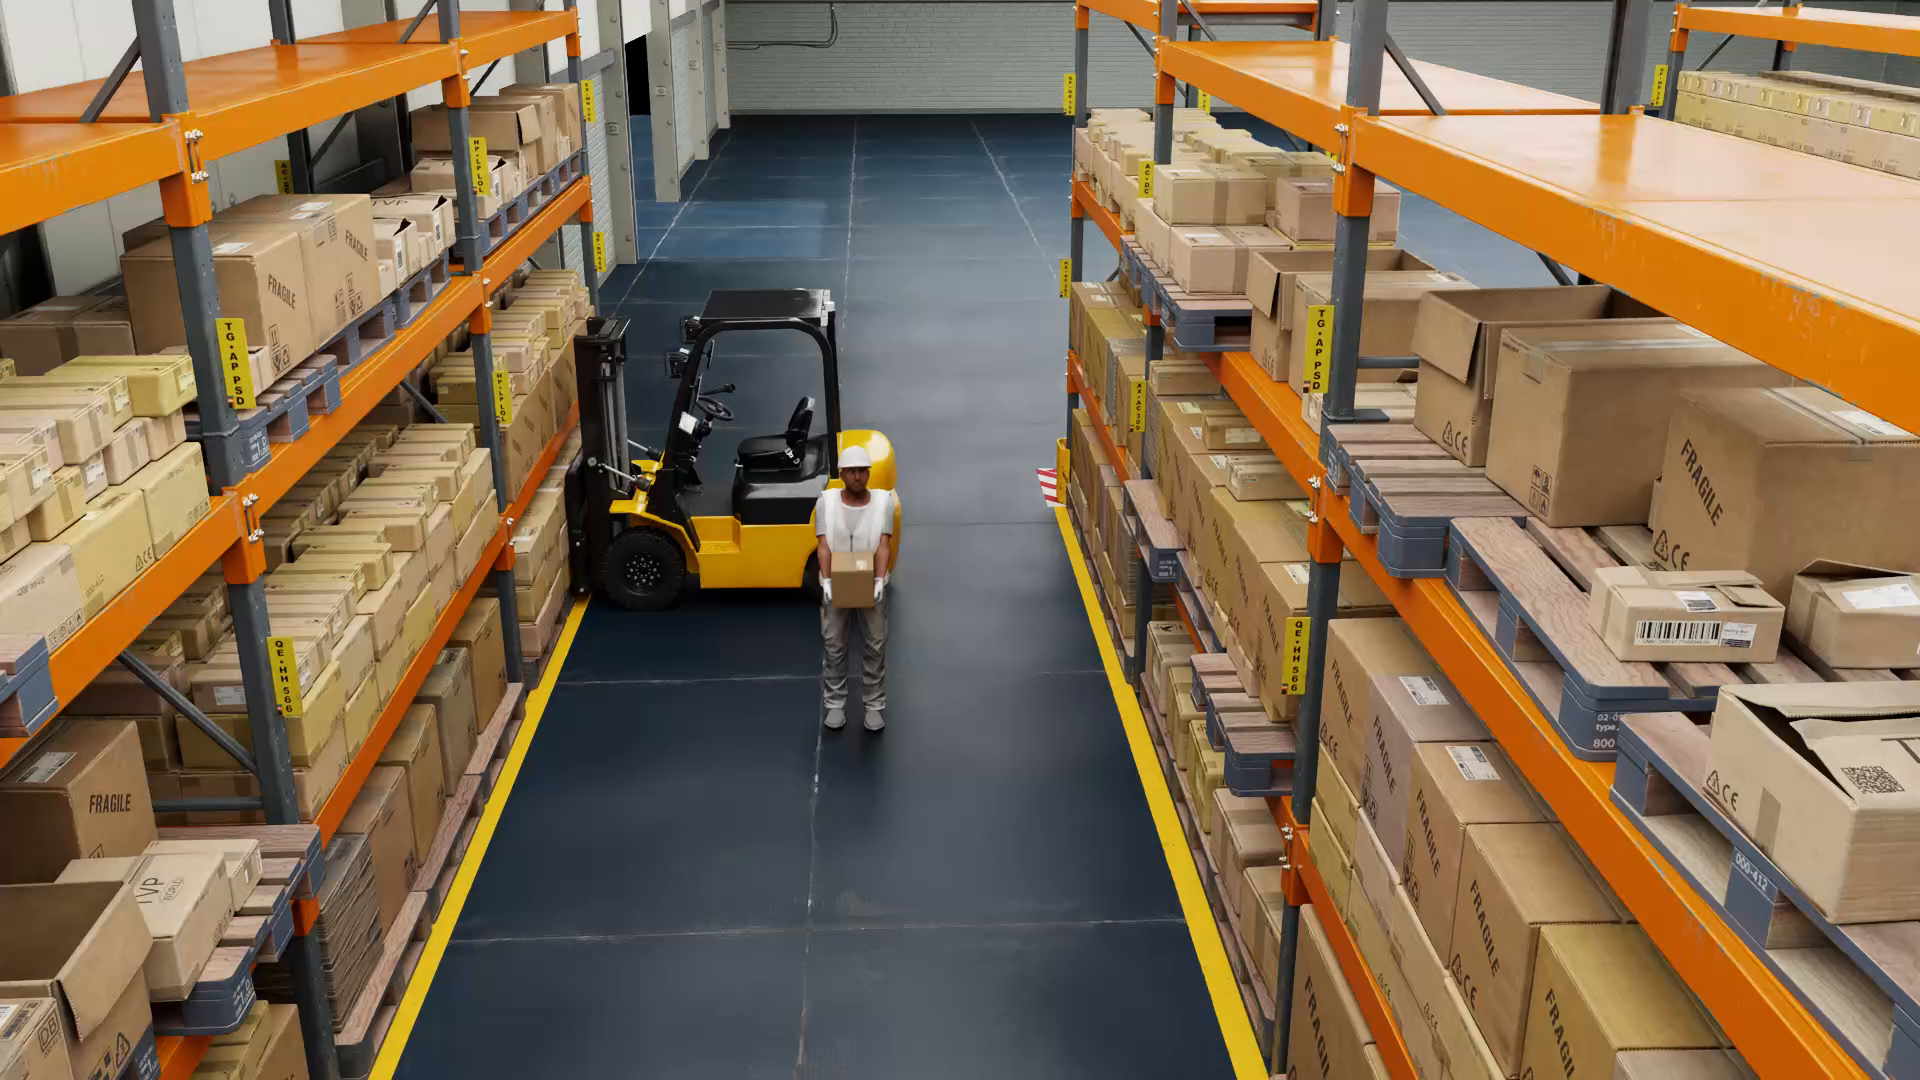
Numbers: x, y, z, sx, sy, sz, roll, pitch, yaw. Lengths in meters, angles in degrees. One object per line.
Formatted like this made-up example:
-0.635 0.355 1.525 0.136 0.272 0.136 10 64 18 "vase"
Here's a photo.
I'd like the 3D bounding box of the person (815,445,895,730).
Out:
-0.635 0.325 10.172 0.487 1.778 0.584 -1 20 -3 "person"
